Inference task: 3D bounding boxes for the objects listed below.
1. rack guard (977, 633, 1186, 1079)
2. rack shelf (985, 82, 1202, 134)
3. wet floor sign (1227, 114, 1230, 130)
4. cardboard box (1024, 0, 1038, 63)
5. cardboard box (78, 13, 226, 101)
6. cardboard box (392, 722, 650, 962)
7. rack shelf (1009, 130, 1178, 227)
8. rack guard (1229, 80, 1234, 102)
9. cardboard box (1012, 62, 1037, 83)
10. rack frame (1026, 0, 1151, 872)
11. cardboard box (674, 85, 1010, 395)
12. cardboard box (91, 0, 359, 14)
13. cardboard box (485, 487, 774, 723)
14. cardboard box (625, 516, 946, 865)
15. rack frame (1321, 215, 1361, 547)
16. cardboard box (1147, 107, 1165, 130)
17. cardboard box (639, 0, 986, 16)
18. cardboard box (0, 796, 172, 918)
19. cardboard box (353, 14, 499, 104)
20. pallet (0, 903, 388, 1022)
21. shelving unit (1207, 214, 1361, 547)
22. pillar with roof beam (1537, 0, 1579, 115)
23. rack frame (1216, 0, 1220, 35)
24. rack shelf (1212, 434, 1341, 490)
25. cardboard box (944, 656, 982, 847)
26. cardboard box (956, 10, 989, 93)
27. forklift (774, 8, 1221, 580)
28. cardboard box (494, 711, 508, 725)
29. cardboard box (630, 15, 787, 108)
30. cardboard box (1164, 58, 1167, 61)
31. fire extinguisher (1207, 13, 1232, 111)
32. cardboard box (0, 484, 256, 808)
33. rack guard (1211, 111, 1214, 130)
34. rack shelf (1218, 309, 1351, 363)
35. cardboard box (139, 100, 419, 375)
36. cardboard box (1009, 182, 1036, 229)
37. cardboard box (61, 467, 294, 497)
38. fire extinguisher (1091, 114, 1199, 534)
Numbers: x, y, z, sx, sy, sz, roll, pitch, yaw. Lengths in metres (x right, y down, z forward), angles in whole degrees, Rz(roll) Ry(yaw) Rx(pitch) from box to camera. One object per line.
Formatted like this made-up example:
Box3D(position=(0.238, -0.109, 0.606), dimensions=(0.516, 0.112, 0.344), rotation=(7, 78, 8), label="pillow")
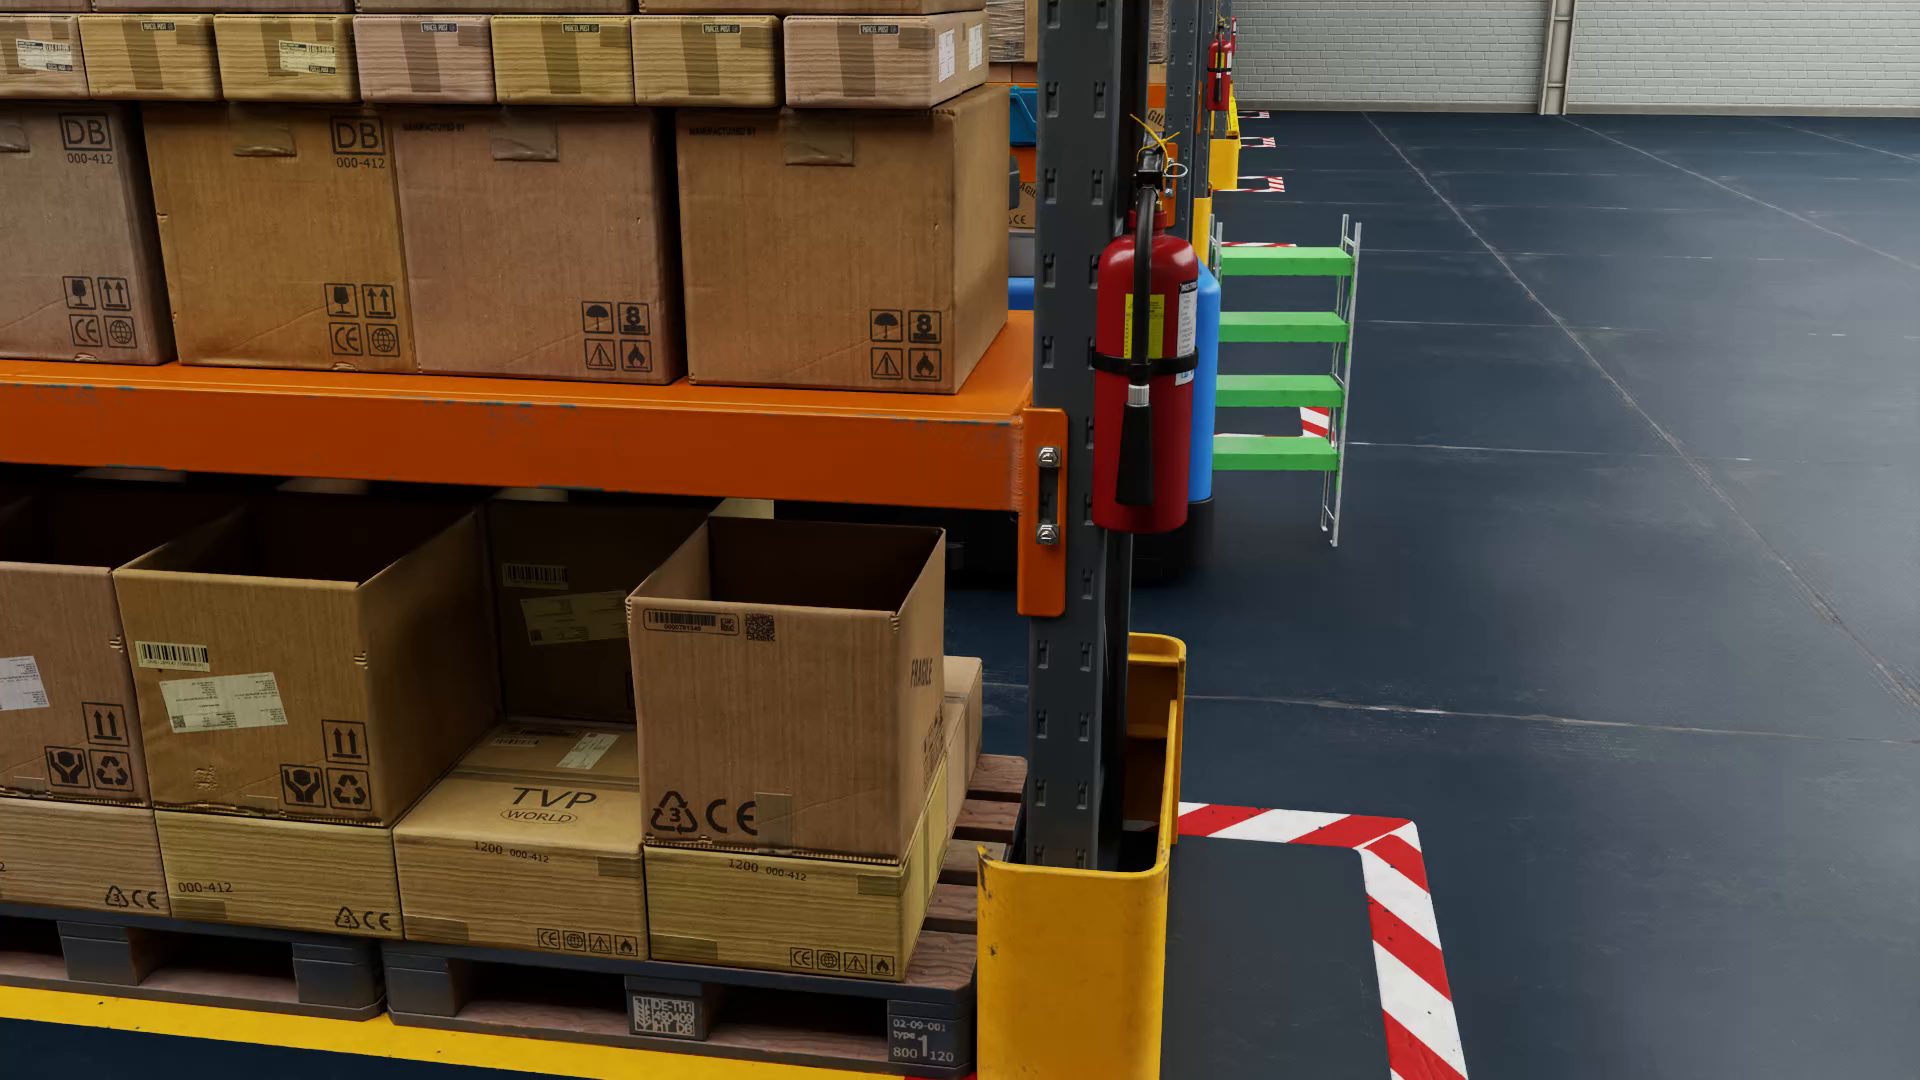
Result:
Box3D(position=(0.286, 0.645, 3.588), dimensions=(0.348, 0.500, 1.175), rotation=(3, 19, 9), label="rack guard")
Box3D(position=(-0.138, -3.405, 12.885), dimensions=(4.000, 0.370, 1.077), rotation=(3, 19, 9), label="rack shelf")
Box3D(position=(3.066, -4.696, 19.322), dimensions=(0.232, 0.644, 0.267), rotation=(0, 19, -1), label="wet floor sign")
Box3D(position=(0.786, -3.857, 12.478), dimensions=(0.500, 0.500, 0.875), rotation=(3, 19, 9), label="cardboard box")
Box3D(position=(-1.424, -0.921, 3.149), dimensions=(0.250, 0.149, 0.380), rotation=(3, 19, 10), label="cardboard box")
Box3D(position=(-0.810, 0.607, 3.432), dimensions=(0.500, 0.250, 0.500), rotation=(3, 19, 9), label="cardboard box")
Box3D(position=(-0.923, -1.853, 8.247), dimensions=(4.000, 0.370, 1.077), rotation=(3, 19, 9), label="rack shelf")
Box3D(position=(4.216, -7.118, 26.790), dimensions=(0.348, 0.500, 1.175), rotation=(3, 19, 9), label="rack guard")
Box3D(position=(0.536, -3.528, 12.515), dimensions=(0.250, 0.149, 0.380), rotation=(3, 19, 9), label="cardboard box")
Box3D(position=(0.262, -0.542, 3.195), dimensions=(0.127, 3.000, 1.000), rotation=(3, 19, 9), label="rack frame")
Box3D(position=(-0.197, -0.617, 3.261), dimensions=(0.500, 0.500, 0.700), rotation=(3, 19, 9), label="cardboard box")
Box3D(position=(-1.267, -1.284, 3.212), dimensions=(0.500, 0.500, 0.700), rotation=(3, 19, 9), label="cardboard box")
Box3D(position=(-0.726, 0.086, 3.808), dimensions=(0.500, 0.500, 0.500), rotation=(3, 19, 9), label="cardboard box")
Box3D(position=(-0.315, 0.274, 3.248), dimensions=(0.500, 0.500, 0.500), rotation=(3, 19, 9), label="cardboard box")
Box3D(position=(1.406, -0.582, 6.152), dimensions=(0.015, 1.200, 0.240), rotation=(0, 19, 1), label="rack frame")
Box3D(position=(2.043, -4.399, 17.409), dimensions=(0.875, 0.875, 0.875), rotation=(3, 19, 9), label="cardboard box")
Box3D(position=(-0.249, -1.235, 3.063), dimensions=(0.500, 0.500, 0.700), rotation=(3, 19, 9), label="cardboard box")
Box3D(position=(-1.797, 0.557, 3.583), dimensions=(0.500, 0.250, 0.500), rotation=(3, 19, 9), label="cardboard box")
Box3D(position=(-0.905, -0.895, 3.071), dimensions=(0.250, 0.149, 0.380), rotation=(3, 19, 9), label="cardboard box")
Box3D(position=(-1.701, 0.693, 3.899), dimensions=(1.213, 0.211, 1.003), rotation=(3, 19, 9), label="pallet")
Box3D(position=(1.162, -0.583, 6.155), dimensions=(0.503, 1.200, 0.258), rotation=(0, 19, 1), label="shelving unit")
Box3D(position=(8.889, -9.817, 21.460), dimensions=(0.400, 9.000, 9.100), rotation=(3, 19, 9), label="pillar with roof beam")
Box3D(position=(3.409, -6.750, 21.749), dimensions=(0.127, 3.000, 1.000), rotation=(3, 19, 9), label="rack frame")
Box3D(position=(1.162, -0.295, 6.251), dimensions=(0.480, 0.148, 0.258), rotation=(0, 19, 1), label="rack shelf")
Box3D(position=(-0.232, 0.466, 3.853), dimensions=(0.500, 0.250, 0.500), rotation=(3, 19, 9), label="cardboard box")
Box3D(position=(-0.091, -0.984, 3.337), dimensions=(0.250, 0.149, 0.380), rotation=(3, 19, 8), label="cardboard box")
Box3D(position=(-0.623, -1.393, 5.847), dimensions=(3.031, 2.935, 1.130), rotation=(0, 19, 1), label="forklift")
Box3D(position=(-1.220, 0.417, 4.001), dimensions=(0.500, 0.250, 0.500), rotation=(3, 19, 9), label="cardboard box")
Box3D(position=(-0.404, -0.869, 2.993), dimensions=(0.250, 0.149, 0.380), rotation=(3, 19, 10), label="cardboard box")
Box3D(position=(1.593, -3.615, 12.776), dimensions=(0.250, 0.149, 0.380), rotation=(3, 19, 9), label="cardboard box")
Box3D(position=(1.877, -3.458, 12.033), dimensions=(0.183, 0.674, 0.296), rotation=(3, 19, 9), label="fire extinguisher")
Box3D(position=(-1.798, 0.202, 3.461), dimensions=(0.500, 0.500, 0.500), rotation=(3, 19, 9), label="cardboard box")
Box3D(position=(3.334, -5.568, 22.157), dimensions=(0.348, 0.500, 1.175), rotation=(3, 19, 9), label="rack guard")
Box3D(position=(1.162, -0.750, 6.099), dimensions=(0.480, 0.148, 0.258), rotation=(0, 19, 1), label="rack shelf")
Box3D(position=(-1.206, -0.668, 3.416), dimensions=(0.500, 0.500, 0.700), rotation=(3, 19, 9), label="cardboard box")
Box3D(position=(0.627, -2.715, 12.967), dimensions=(0.500, 0.500, 0.500), rotation=(8, 20, 23), label="cardboard box")
Box3D(position=(-1.713, 0.034, 3.963), dimensions=(0.500, 0.500, 0.500), rotation=(3, 19, 9), label="cardboard box")
Box3D(position=(0.305, -0.354, 2.754), dimensions=(0.183, 0.674, 0.296), rotation=(3, 19, 9), label="fire extinguisher")
